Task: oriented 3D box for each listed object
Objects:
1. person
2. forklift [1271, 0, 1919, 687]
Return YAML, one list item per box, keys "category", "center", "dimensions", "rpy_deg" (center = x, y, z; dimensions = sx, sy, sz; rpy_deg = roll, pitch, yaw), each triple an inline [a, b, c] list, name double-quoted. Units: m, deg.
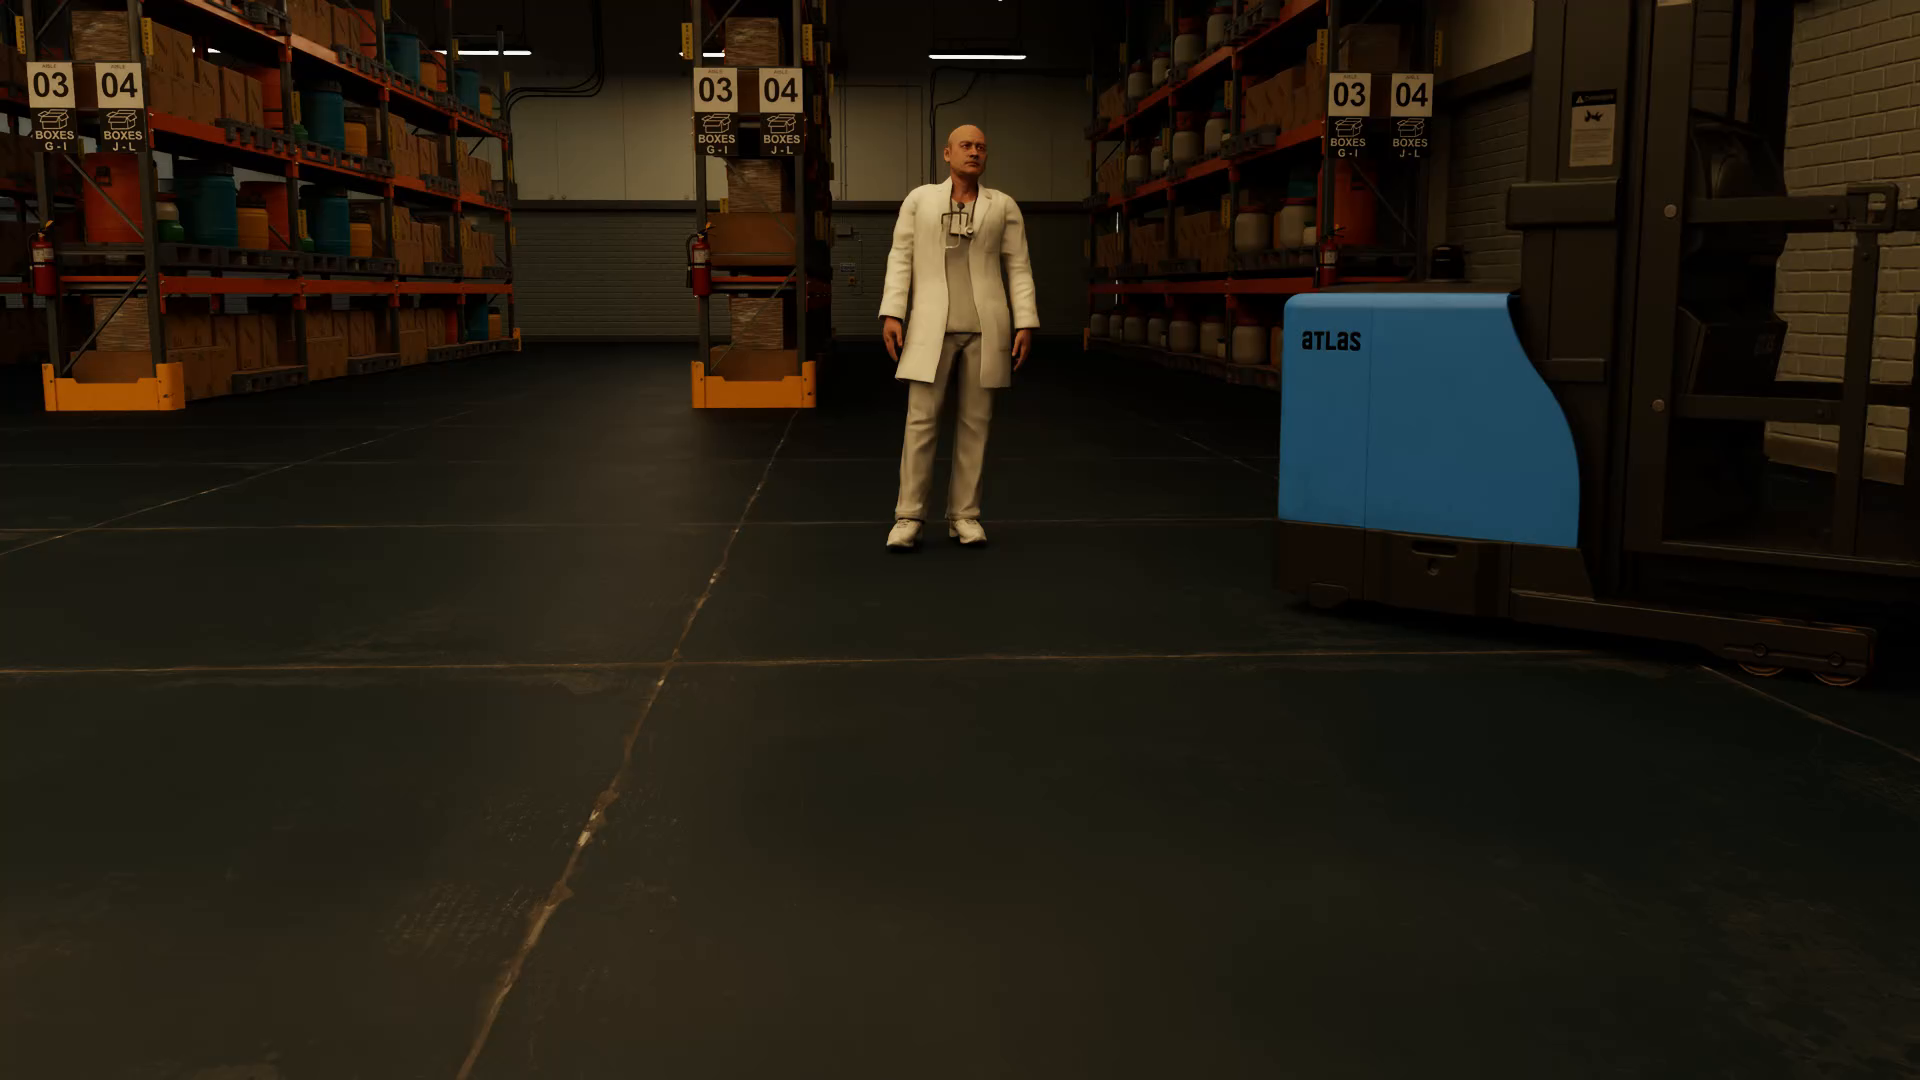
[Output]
- category: "person"
  center: [0.002, -0.873, 7.087]
  dimensions: [0.698, 1.779, 0.577]
  rpy_deg: [-1, 8, -4]
- category: "forklift"
  center: [2.535, -1.132, 4.957]
  dimensions: [3.031, 2.935, 1.130]
  rpy_deg: [7, 11, 39]
